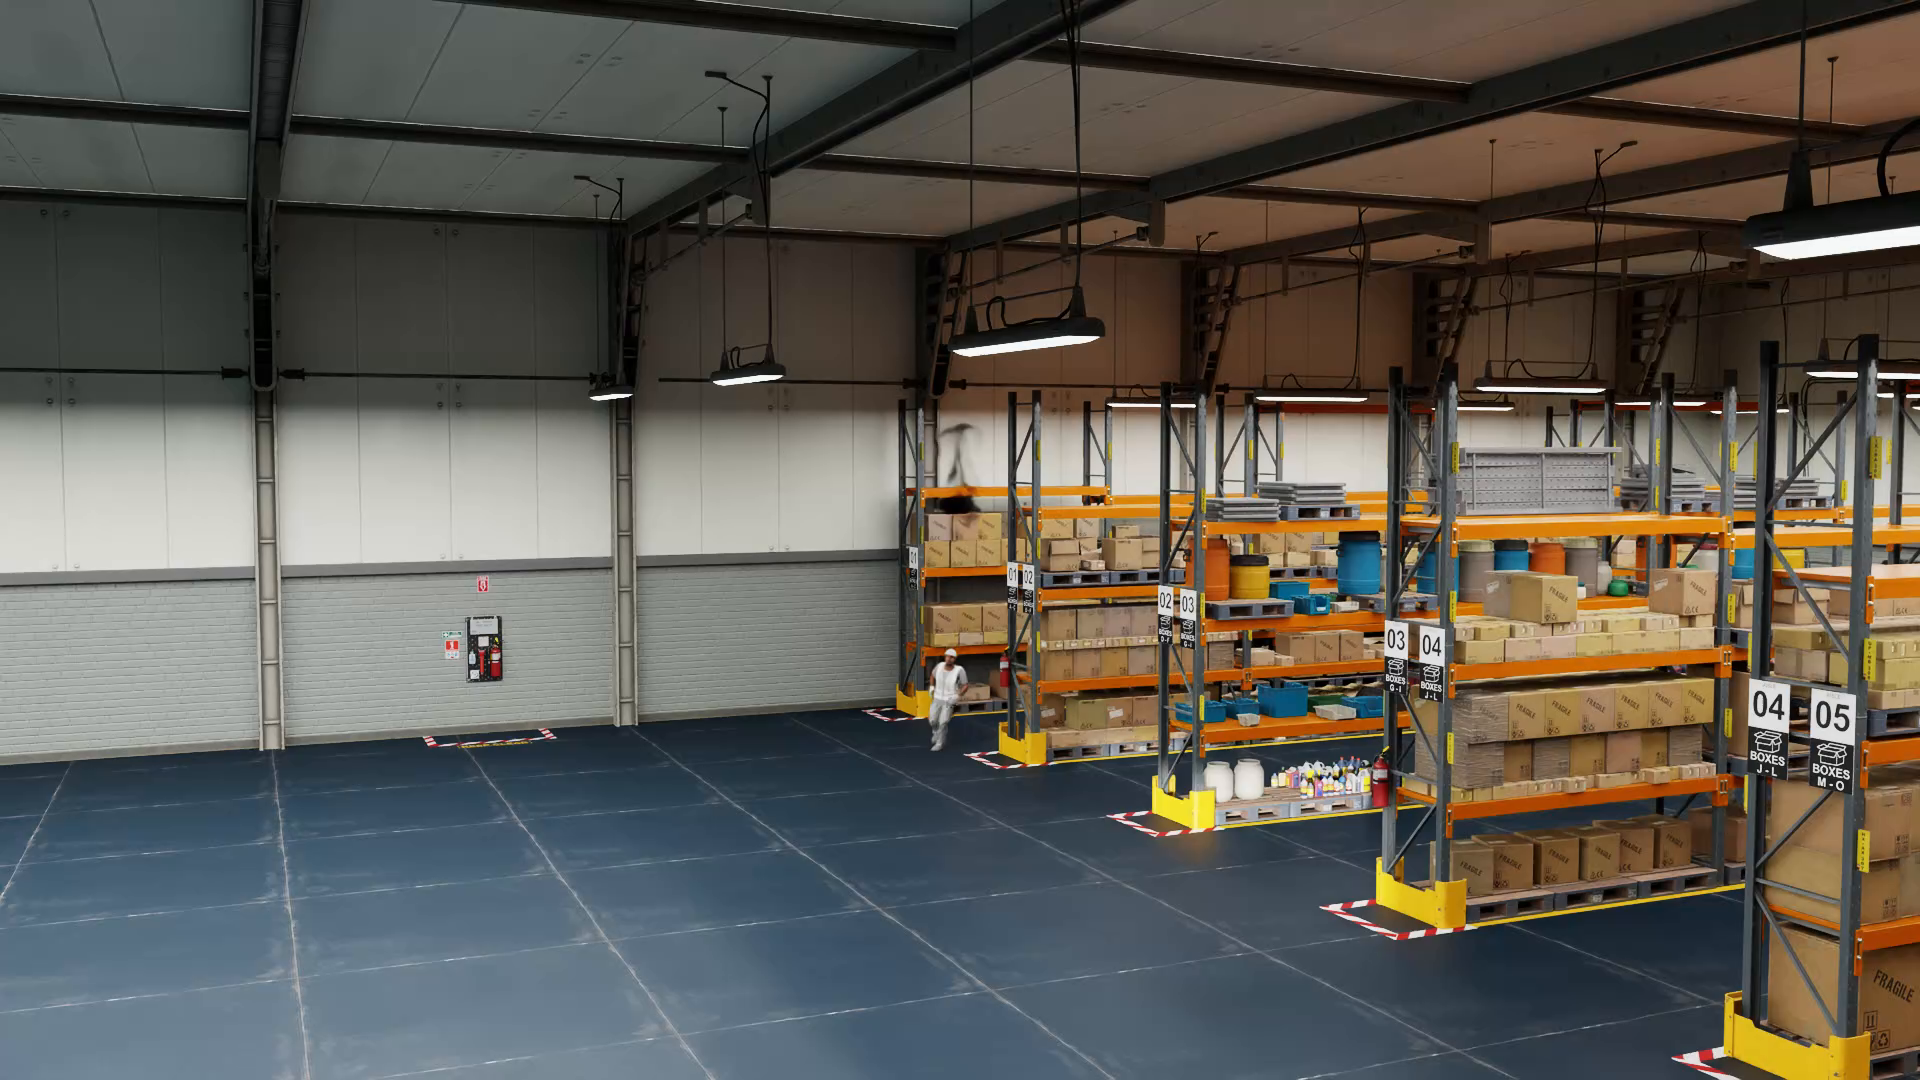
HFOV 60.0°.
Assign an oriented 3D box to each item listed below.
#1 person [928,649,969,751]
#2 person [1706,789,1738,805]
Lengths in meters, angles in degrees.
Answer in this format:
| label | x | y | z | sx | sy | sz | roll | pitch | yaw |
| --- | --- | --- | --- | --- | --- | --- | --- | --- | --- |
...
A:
| label | x | y | z | sx | sy | sz | roll | pitch | yaw |
| --- | --- | --- | --- | --- | --- | --- | --- | --- | --- |
| person | -0.195 | 2.677 | 27.924 | 0.744 | 1.730 | 0.571 | 1 | 4 | 20 |
| person | 10.257 | 3.065 | 22.172 | 0.599 | 1.632 | 0.616 | -2 | 4 | -30 |
